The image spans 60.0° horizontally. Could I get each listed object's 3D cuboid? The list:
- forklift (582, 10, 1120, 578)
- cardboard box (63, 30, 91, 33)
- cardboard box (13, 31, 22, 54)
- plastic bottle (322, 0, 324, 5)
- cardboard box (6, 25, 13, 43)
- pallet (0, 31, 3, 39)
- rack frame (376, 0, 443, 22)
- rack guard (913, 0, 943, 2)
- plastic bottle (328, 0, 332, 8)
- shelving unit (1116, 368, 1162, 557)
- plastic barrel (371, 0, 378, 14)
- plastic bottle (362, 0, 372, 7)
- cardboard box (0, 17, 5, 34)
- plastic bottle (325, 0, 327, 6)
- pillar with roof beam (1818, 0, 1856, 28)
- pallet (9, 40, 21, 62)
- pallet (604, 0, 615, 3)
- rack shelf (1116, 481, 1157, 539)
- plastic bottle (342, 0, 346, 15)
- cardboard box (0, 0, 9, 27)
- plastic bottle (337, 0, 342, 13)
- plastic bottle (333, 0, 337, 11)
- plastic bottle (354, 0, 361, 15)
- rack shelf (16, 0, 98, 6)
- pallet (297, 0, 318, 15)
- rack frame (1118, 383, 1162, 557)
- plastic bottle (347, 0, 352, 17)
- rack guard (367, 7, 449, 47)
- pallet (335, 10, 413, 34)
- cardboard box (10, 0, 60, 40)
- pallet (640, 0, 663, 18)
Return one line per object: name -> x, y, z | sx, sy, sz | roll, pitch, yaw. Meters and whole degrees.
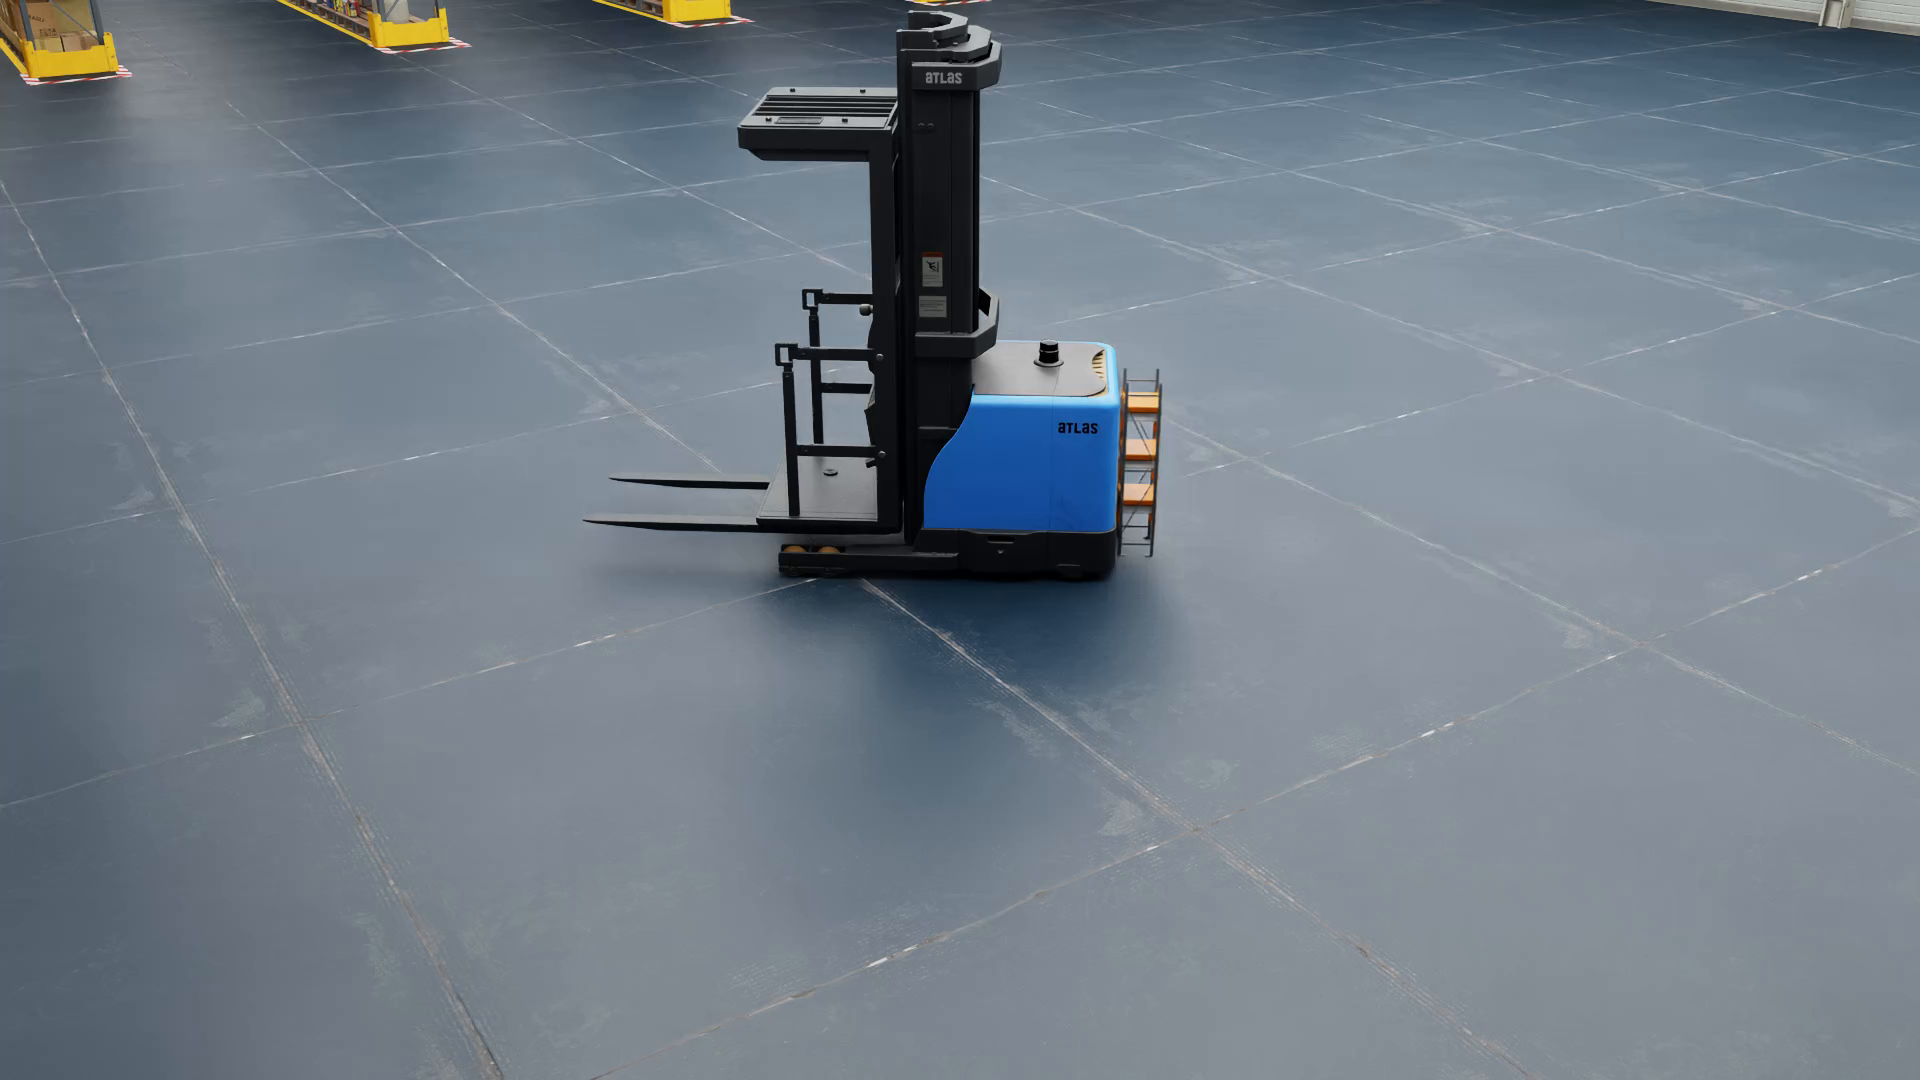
forklift -> -0.621, -1.341, 9.158 | 3.031, 2.935, 1.130 | 1, 25, 3
cardboard box -> -13.231, -7.503, 24.858 | 0.500, 0.250, 0.500 | -16, 29, -30
cardboard box -> -13.672, -7.380, 24.598 | 0.500, 0.250, 0.500 | -16, 29, -30
plastic bottle -> -11.073, -9.467, 28.971 | 0.097, 0.271, 0.097 | 0, 25, 0
cardboard box -> -14.218, -7.738, 25.356 | 0.500, 0.250, 0.500 | -16, 29, -30
pallet -> -15.467, -8.559, 27.632 | 1.003, 0.211, 1.213 | -16, 29, -30
rack frame -> -8.696, -9.287, 25.910 | 1.000, 3.000, 0.127 | -16, 29, -30
rack guard -> -0.322, -10.423, 31.242 | 1.175, 0.500, 0.348 | -16, 29, -30
plastic bottle -> -10.787, -9.334, 28.596 | 0.144, 0.351, 0.185 | -15, 29, -28
shelving unit -> 1.014, -0.435, 9.442 | 0.215, 1.050, 0.252 | 1, 25, 2
plastic barrel -> -9.393, -8.749, 27.192 | 0.421, 0.512, 0.421 | 0, 25, 0
plastic bottle -> -10.292, -9.410, 28.845 | 0.152, 0.276, 0.135 | -16, 29, -30
cardboard box -> -14.764, -8.095, 26.113 | 0.500, 0.250, 0.500 | -16, 29, -30
plastic bottle -> -10.962, -9.363, 28.832 | 0.097, 0.201, 0.097 | 0, 25, 0
pillar with roof beam -> 11.232, -11.786, 24.175 | 9.100, 9.000, 0.400 | -16, 29, -30
pallet -> -13.963, -7.573, 25.545 | 1.003, 0.211, 1.213 | -16, 29, -30
pallet -> -6.334, -10.379, 31.490 | 1.003, 0.211, 1.213 | -16, 29, -30
rack shelf -> 1.014, -0.174, 9.565 | 0.215, 0.259, 0.240 | 1, 25, 2
plastic bottle -> -10.256, -8.956, 27.882 | 0.152, 0.276, 0.135 | -16, 30, -31
cardboard box -> -14.221, -8.076, 25.194 | 0.500, 0.500, 0.500 | -16, 29, -30
plastic bottle -> -10.452, -9.114, 28.131 | 0.144, 0.351, 0.185 | -16, 30, -30
plastic bottle -> -10.629, -9.167, 28.322 | 0.061, 0.283, 0.133 | -14, 29, -27
plastic bottle -> -10.092, -8.934, 27.829 | 0.061, 0.283, 0.133 | -16, 29, -30
rack shelf -> -13.940, -8.525, 25.136 | 1.077, 0.370, 4.000 | -16, 29, -30
pallet -> -11.341, -9.729, 30.112 | 1.003, 0.211, 1.213 | -16, 29, -30
rack frame -> 1.008, -0.383, 9.332 | 0.200, 1.050, 0.008 | 1, 25, 2
plastic bottle -> -10.145, -8.850, 27.651 | 0.061, 0.283, 0.133 | -15, 29, -28
rack guard -> -8.777, -8.173, 26.478 | 1.175, 0.500, 0.348 | -16, 29, -30
pallet -> -9.878, -8.770, 28.081 | 1.003, 0.211, 1.213 | -16, 29, -30
cardboard box -> -13.390, -7.543, 24.064 | 0.500, 0.500, 0.500 | -16, 29, -30
pallet -> -5.002, -9.507, 29.641 | 1.003, 0.211, 1.213 | -16, 29, -30
